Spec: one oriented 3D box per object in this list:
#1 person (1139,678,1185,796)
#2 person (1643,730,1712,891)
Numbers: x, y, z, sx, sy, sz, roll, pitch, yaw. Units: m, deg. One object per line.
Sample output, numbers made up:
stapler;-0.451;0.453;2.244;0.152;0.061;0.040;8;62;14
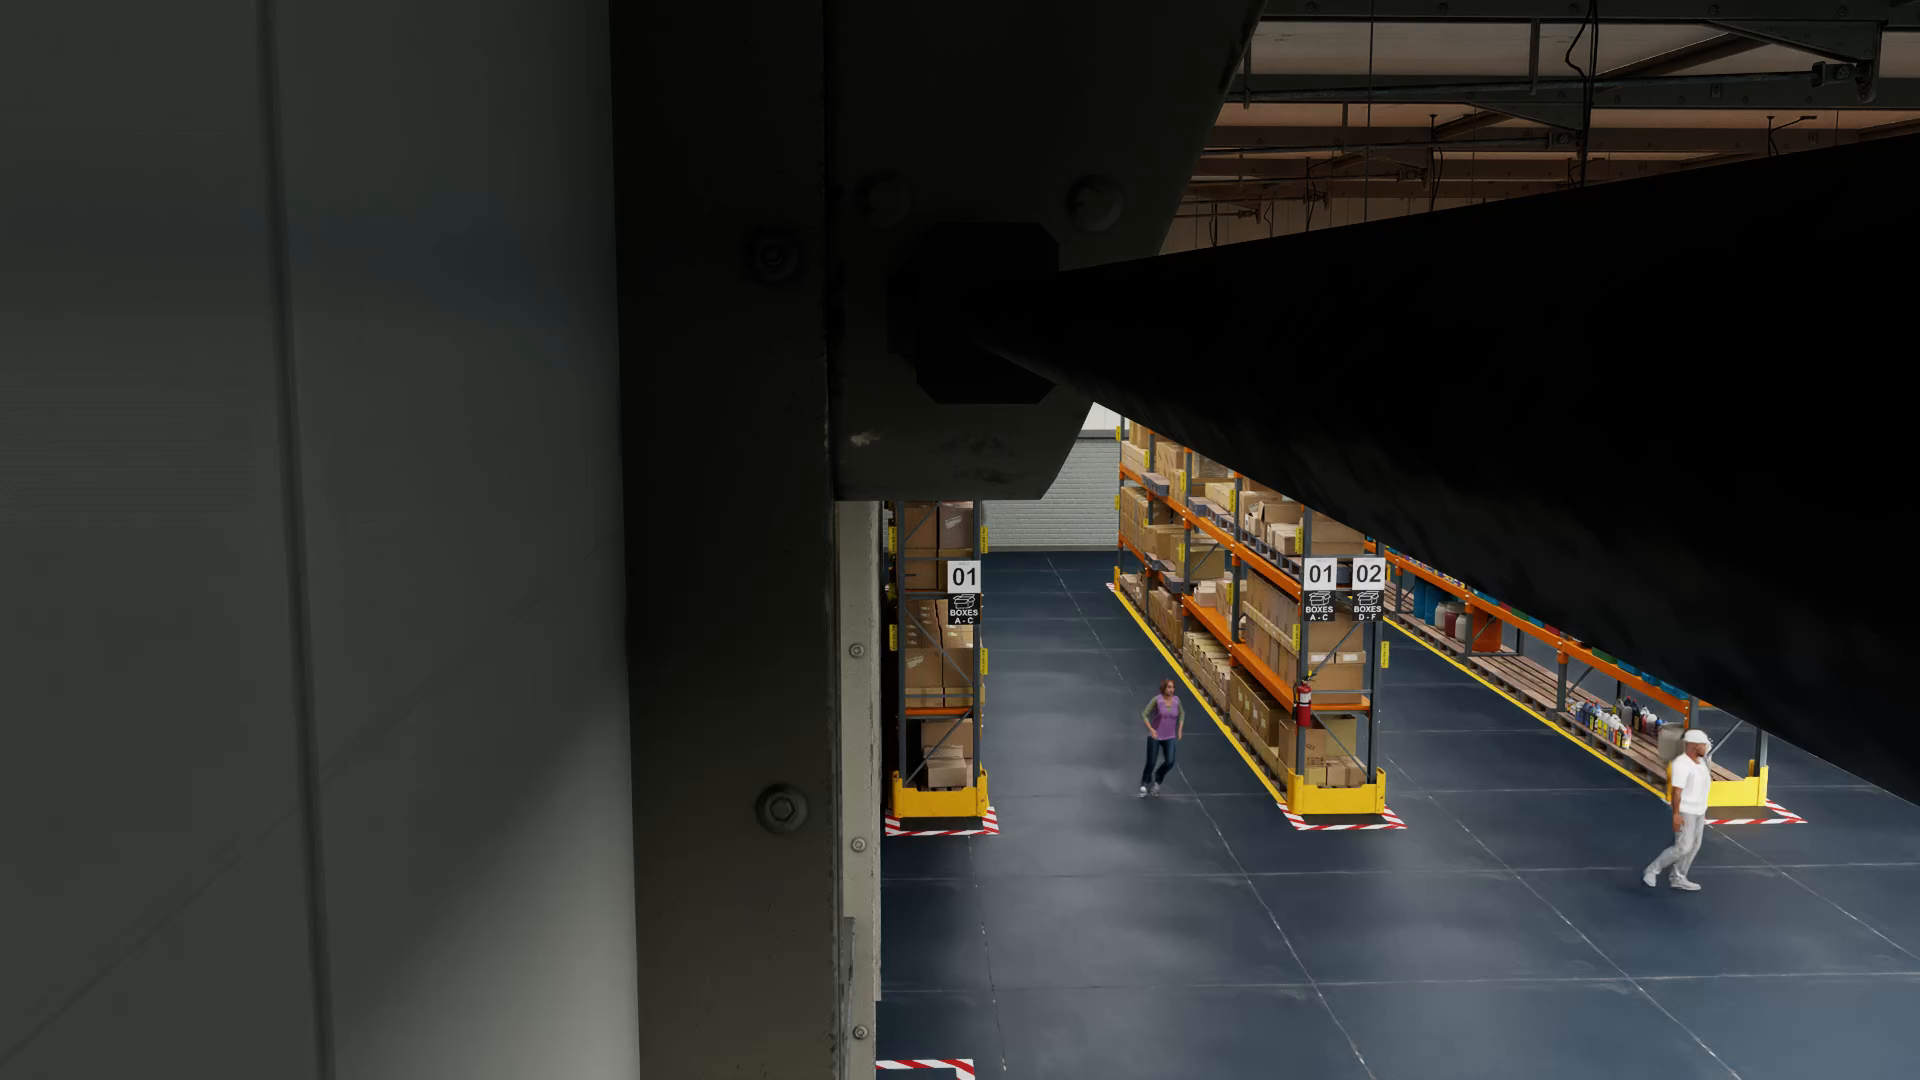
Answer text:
person;2.604;2.524;21.200;0.608;1.539;0.547;-1;8;-8
person;7.707;2.904;17.861;0.514;1.757;0.763;8;11;44
